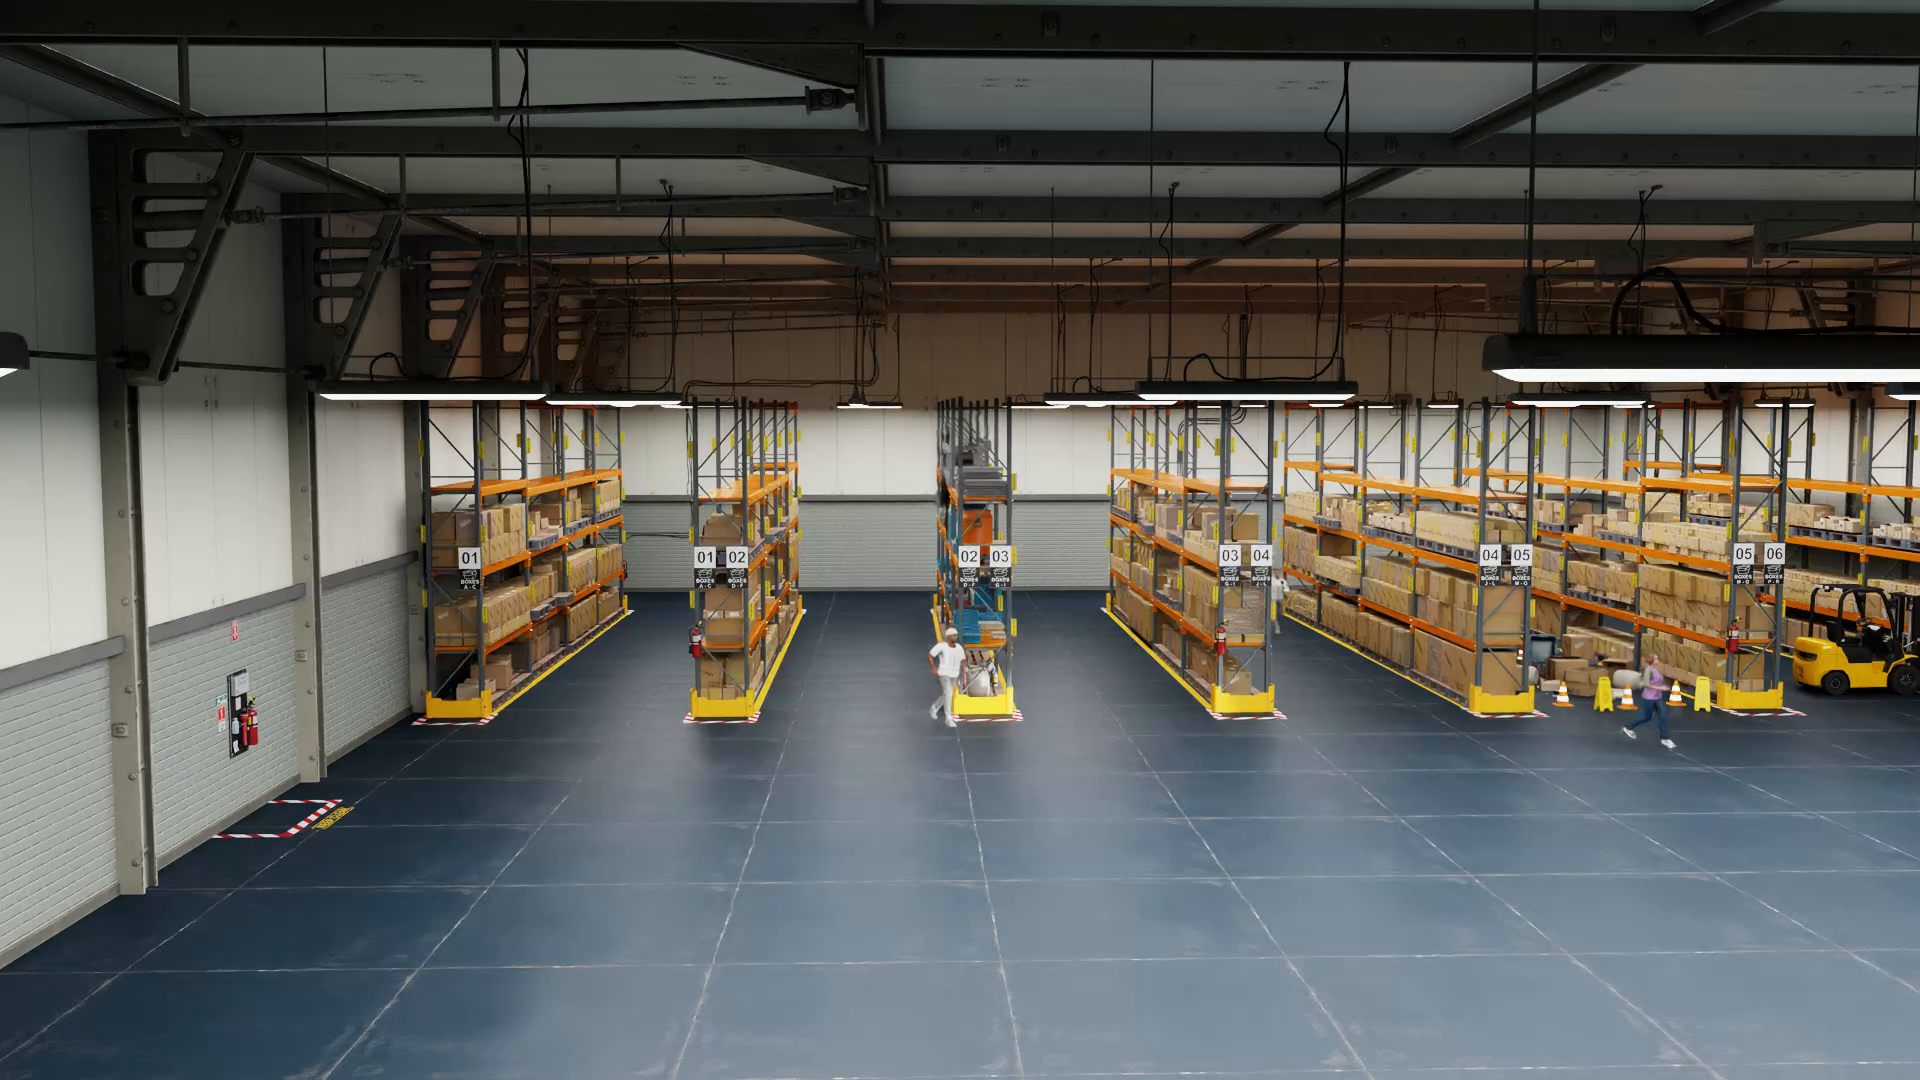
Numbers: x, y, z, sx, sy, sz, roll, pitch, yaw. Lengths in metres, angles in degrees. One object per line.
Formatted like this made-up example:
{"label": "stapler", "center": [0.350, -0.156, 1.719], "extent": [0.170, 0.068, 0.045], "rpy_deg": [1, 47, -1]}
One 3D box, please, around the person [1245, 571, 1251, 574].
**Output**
{"label": "person", "center": [7.973, 1.285, 47.036], "extent": [0.678, 1.614, 0.594], "rpy_deg": [1, 5, 16]}

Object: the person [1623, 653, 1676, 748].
{"label": "person", "center": [11.835, 2.723, 28.486], "extent": [0.552, 1.600, 0.894], "rpy_deg": [-4, 6, -44]}

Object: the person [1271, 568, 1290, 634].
{"label": "person", "center": [8.187, 1.543, 42.918], "extent": [0.613, 1.679, 0.941], "rpy_deg": [0, 4, -3]}

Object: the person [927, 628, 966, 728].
{"label": "person", "center": [-0.203, 2.497, 30.495], "extent": [0.724, 1.765, 0.847], "rpy_deg": [-4, 6, -40]}
